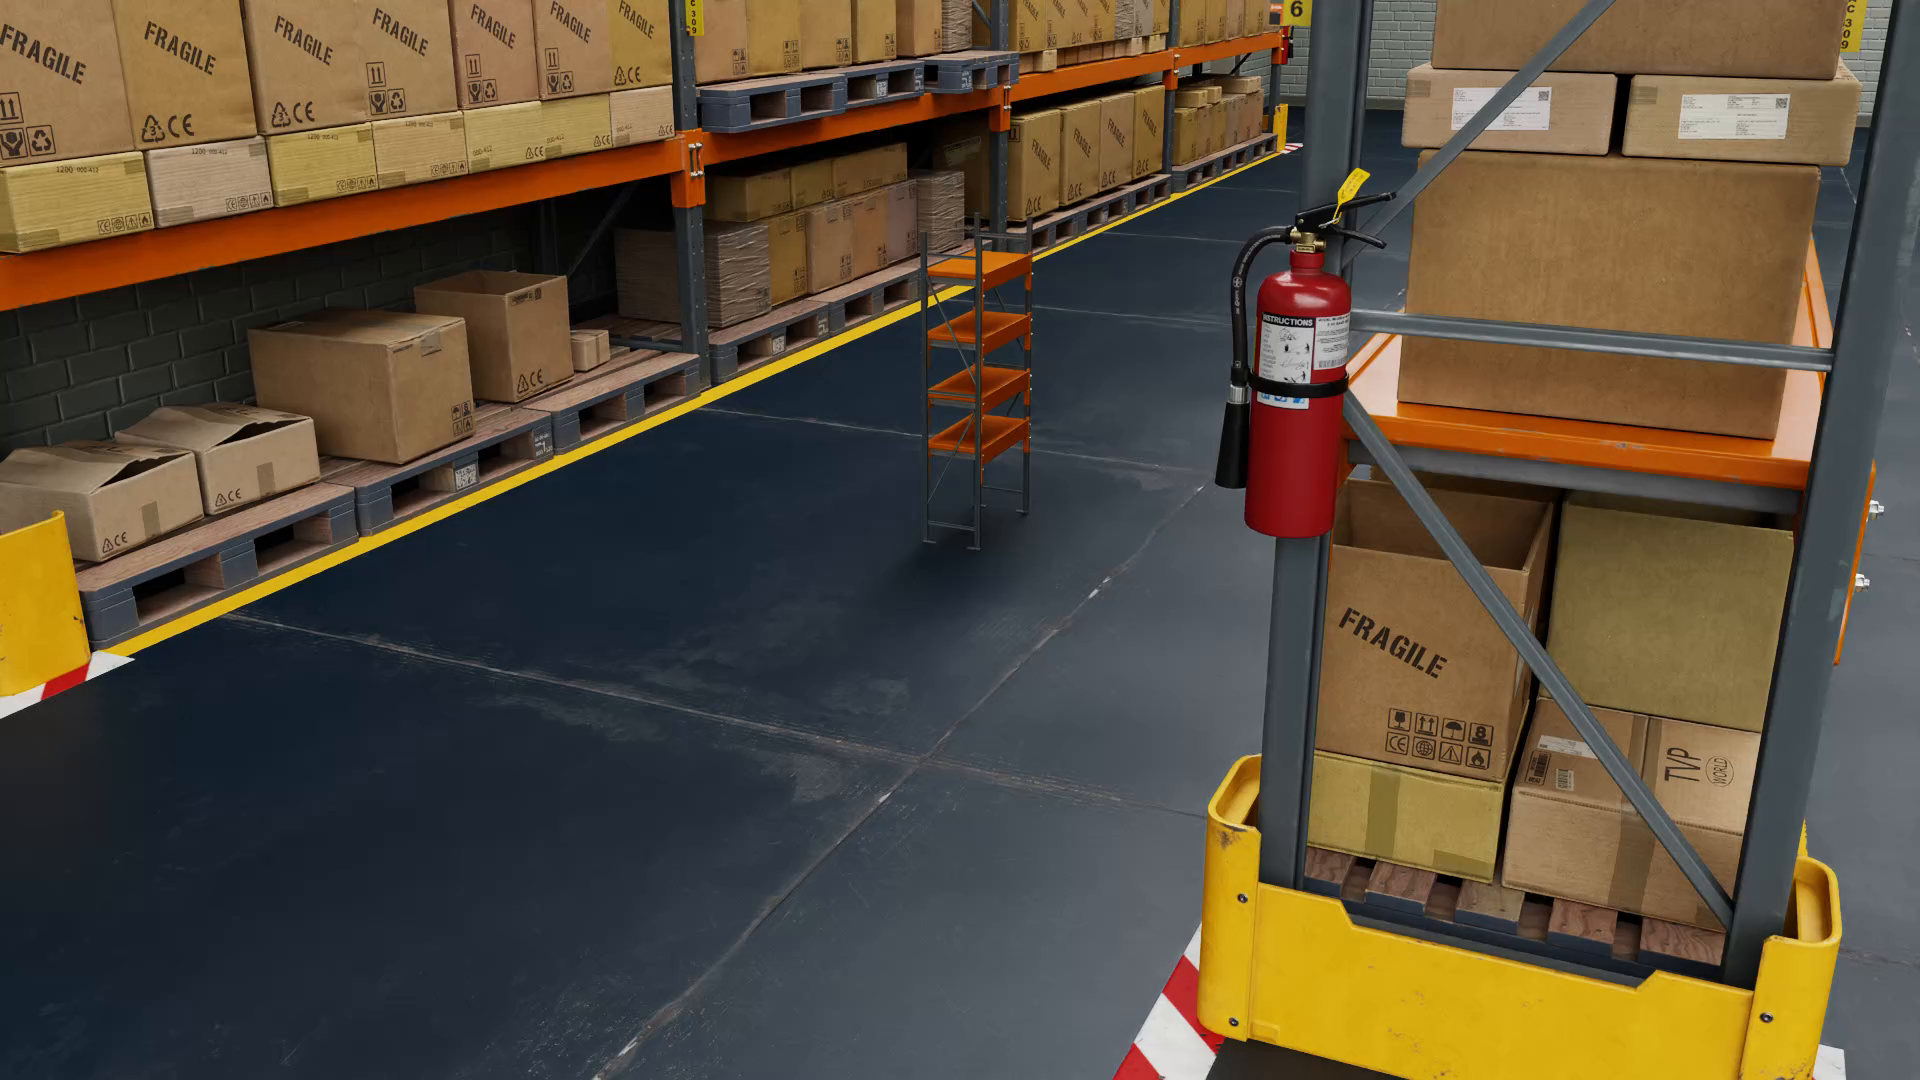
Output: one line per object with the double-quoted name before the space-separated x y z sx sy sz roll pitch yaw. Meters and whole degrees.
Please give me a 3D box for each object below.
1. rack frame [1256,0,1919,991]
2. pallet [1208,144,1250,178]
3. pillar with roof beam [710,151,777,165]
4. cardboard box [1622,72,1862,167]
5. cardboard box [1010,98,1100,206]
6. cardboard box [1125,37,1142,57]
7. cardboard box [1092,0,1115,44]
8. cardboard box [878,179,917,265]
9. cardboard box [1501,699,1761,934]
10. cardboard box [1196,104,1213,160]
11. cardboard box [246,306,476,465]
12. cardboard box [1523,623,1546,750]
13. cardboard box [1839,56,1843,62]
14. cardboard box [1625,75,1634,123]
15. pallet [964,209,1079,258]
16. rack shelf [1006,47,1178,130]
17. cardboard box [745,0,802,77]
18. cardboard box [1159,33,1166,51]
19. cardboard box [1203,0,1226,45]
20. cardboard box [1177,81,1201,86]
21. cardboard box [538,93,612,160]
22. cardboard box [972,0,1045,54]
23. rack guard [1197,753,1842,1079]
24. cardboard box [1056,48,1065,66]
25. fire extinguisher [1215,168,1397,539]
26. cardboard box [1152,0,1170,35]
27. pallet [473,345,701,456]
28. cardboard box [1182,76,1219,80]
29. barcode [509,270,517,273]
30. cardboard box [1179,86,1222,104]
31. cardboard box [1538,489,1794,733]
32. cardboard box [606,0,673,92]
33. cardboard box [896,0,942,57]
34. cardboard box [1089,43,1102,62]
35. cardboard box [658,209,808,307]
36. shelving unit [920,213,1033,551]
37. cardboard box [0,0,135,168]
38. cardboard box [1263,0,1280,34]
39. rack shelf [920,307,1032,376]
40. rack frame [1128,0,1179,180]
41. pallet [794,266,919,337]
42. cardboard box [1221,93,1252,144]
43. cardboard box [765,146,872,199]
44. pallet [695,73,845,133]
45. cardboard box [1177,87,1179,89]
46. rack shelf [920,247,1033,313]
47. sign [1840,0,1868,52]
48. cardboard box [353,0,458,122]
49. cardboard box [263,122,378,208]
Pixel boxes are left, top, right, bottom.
"rack frame" 1.102 -0.355 2.989 1.000 3.000 0.127 9 21 23
"pallet" 2.376 -3.984 17.355 1.003 0.211 1.213 9 21 23
"pillar with roof beam" 2.463 -5.436 8.324 9.100 9.000 0.400 9 21 23
"cardboard box" 1.459 -0.798 3.118 0.380 0.149 0.250 8 21 22
"cardboard box" 0.643 -3.137 13.396 0.750 0.750 0.750 8 21 22
"cardboard box" 1.332 -4.208 14.170 0.380 0.149 0.250 9 21 23
"cardboard box" 0.923 -4.259 13.346 0.500 0.500 0.500 9 22 24
"cardboard box" -0.707 -2.140 11.082 0.700 0.500 0.500 9 21 23
"cardboard box" 1.525 0.610 3.755 0.500 0.250 0.500 9 21 23
"cardboard box" 2.104 -4.089 16.595 0.700 0.500 0.500 8 21 22
"cardboard box" -2.474 -0.654 6.904 0.700 0.500 0.500 7 21 19
"cardboard box" 1.246 0.384 4.389 0.500 0.250 0.500 9 21 23
"cardboard box" 1.774 -1.032 3.776 0.380 0.149 0.250 8 21 22
"cardboard box" 1.295 -1.009 3.711 0.380 0.149 0.250 8 21 22
"pallet" 0.249 -2.396 12.890 1.003 0.211 1.213 9 21 23
"rack shelf" 0.676 -3.751 13.614 1.077 0.370 4.000 9 21 23
"cardboard box" -1.306 -2.831 9.147 0.700 0.500 0.500 11 22 28
"cardboard box" 1.615 -4.450 14.851 0.380 0.149 0.250 9 21 23
"cardboard box" 2.036 -5.229 16.247 0.980 0.700 0.700 8 21 21
"cardboard box" 2.289 -4.700 17.344 0.380 0.149 0.250 9 21 23
"cardboard box" -1.910 -1.857 7.408 0.500 0.250 0.500 9 21 23
"cardboard box" 0.290 -3.789 12.023 0.500 0.500 0.500 9 22 24
"rack guard" 1.092 0.830 3.388 1.175 0.500 0.348 9 21 23
"cardboard box" 0.590 -3.758 12.906 0.380 0.149 0.250 9 21 24
"fire extinguisher" 0.630 -0.346 3.080 0.296 0.674 0.183 9 21 23
"cardboard box" 1.536 -4.723 14.648 0.500 0.500 0.500 8 21 22
"pallet" -2.023 -0.732 8.212 1.003 0.211 1.213 9 21 23
"cardboard box" 2.600 -4.933 17.999 0.380 0.149 0.250 9 21 23
"barcode" -2.221 -1.304 8.256 0.001 0.075 0.075 9 21 23
"cardboard box" 2.415 -4.481 16.728 0.380 0.149 0.250 8 21 21
"cardboard box" 1.728 0.103 4.060 0.500 0.500 0.500 9 21 23
"cardboard box" -1.692 -2.361 7.706 0.500 0.500 0.500 8 21 23
"cardboard box" -0.530 -3.414 10.785 0.700 0.500 0.500 6 21 18
"cardboard box" 0.936 -3.988 13.552 0.380 0.149 0.250 9 22 24
"cardboard box" -1.329 -1.678 9.784 0.700 0.500 0.500 8 21 22
"shelving unit" 0.068 -0.616 6.410 0.258 1.200 0.503 9 21 23
"cardboard box" -2.949 -1.430 5.088 0.500 0.500 0.500 9 21 23
"cardboard box" 2.934 -5.908 18.158 0.980 0.700 0.700 10 22 25
"rack shelf" 0.068 -0.763 6.358 0.258 0.148 0.480 9 21 23
"rack frame" 1.495 -4.702 15.212 1.000 3.000 0.127 9 21 23
"pallet" -0.965 -1.555 10.525 1.003 0.211 1.213 9 21 23
"cardboard box" 2.733 -4.564 17.929 0.700 0.500 0.500 8 21 23
"cardboard box" -0.887 -2.311 10.445 0.500 0.250 0.500 8 21 22
"pallet" -1.335 -2.379 8.969 1.003 0.211 1.213 9 21 23
"cardboard box" 1.976 -4.467 16.688 0.380 0.149 0.250 8 21 21
"rack shelf" 0.068 -0.986 6.278 0.258 0.148 0.480 9 21 23
"sign" 3.247 -1.947 6.057 0.100 0.325 0.005 9 21 23
"cardboard box" -2.320 -1.896 6.399 0.500 0.500 0.500 9 22 24
"cardboard box" -2.515 -1.393 6.104 0.500 0.250 0.500 8 21 22
